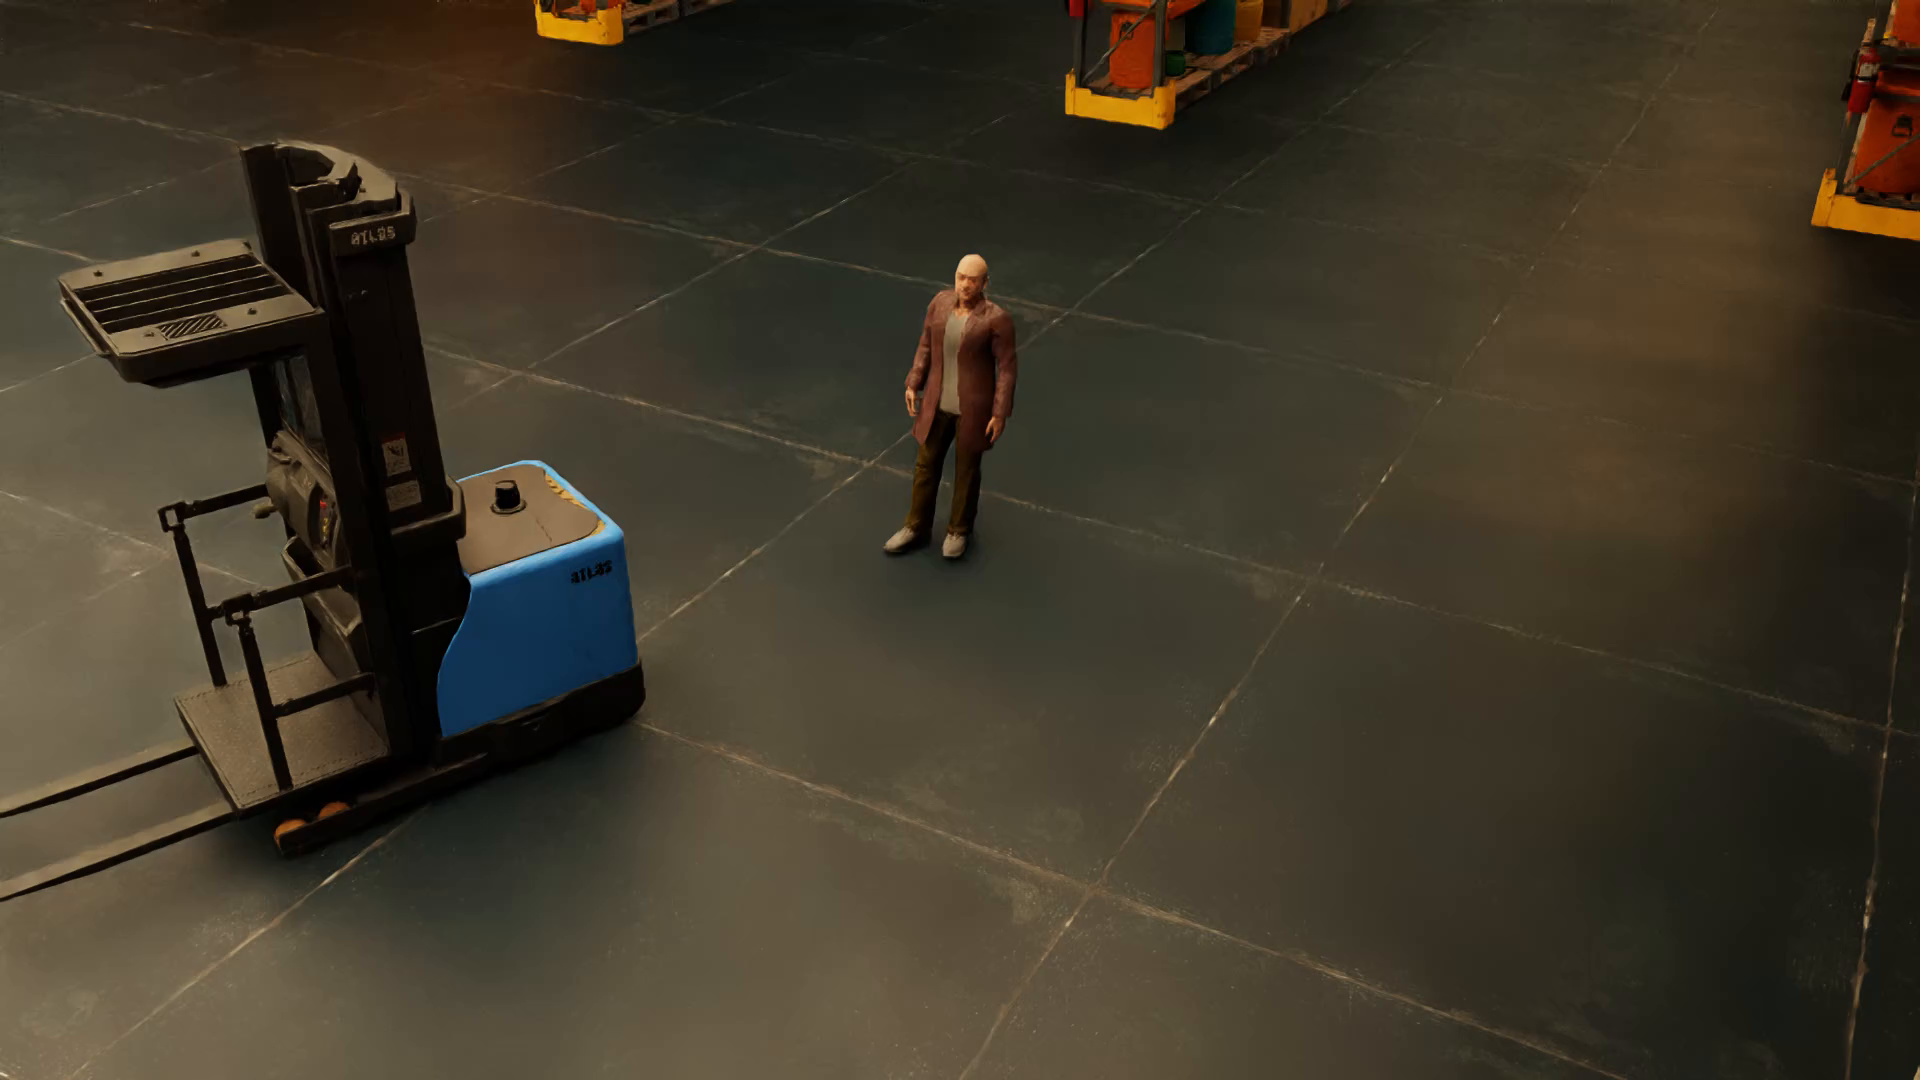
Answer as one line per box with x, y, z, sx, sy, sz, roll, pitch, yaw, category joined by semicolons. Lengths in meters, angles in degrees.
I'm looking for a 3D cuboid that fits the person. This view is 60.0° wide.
-0.048;-0.737;9.488;0.694;1.776;0.580;15;33;25;person

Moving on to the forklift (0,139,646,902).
-3.084;-0.142;7.316;3.031;2.935;1.130;-21;36;-31;forklift
